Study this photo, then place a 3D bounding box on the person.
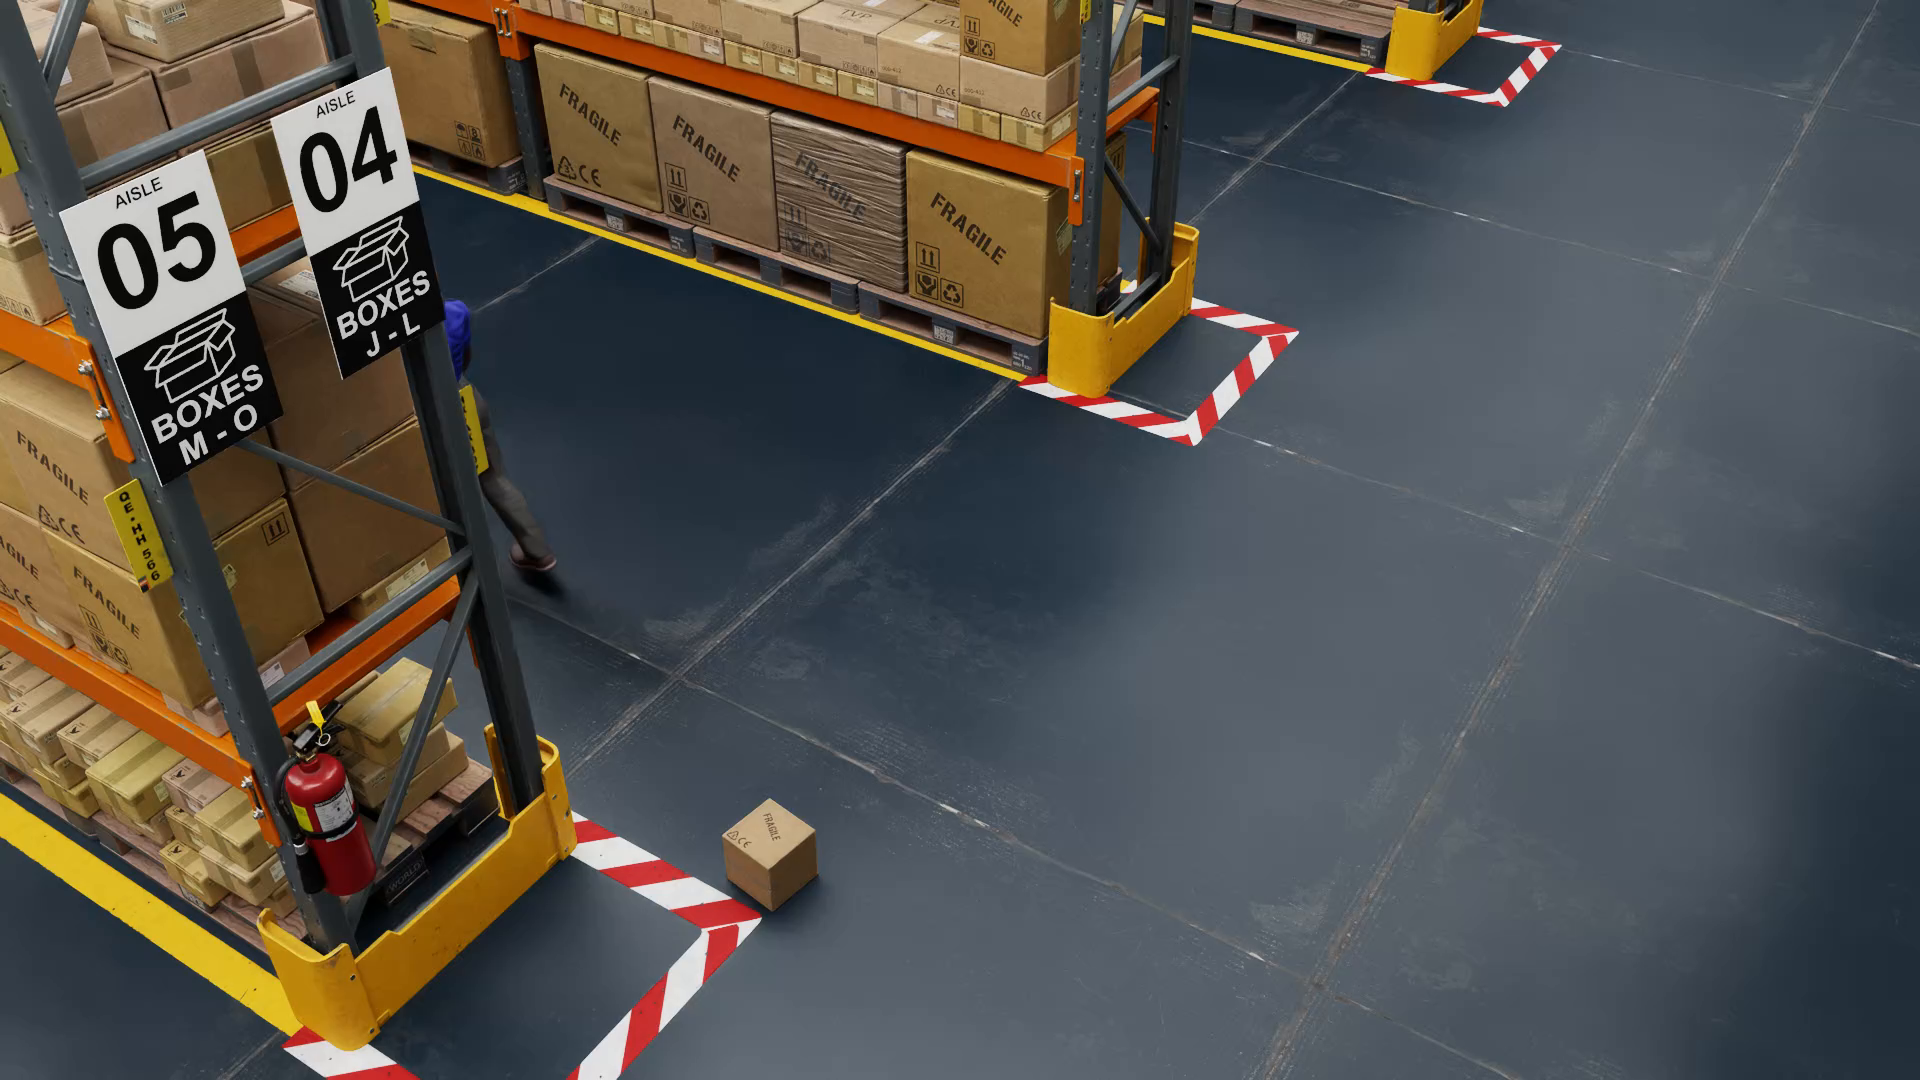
[{"bbox_3d":[-2.302,-0.571,7.395,0.979,1.601,0.443,26,45,28],"label":"person"}]
